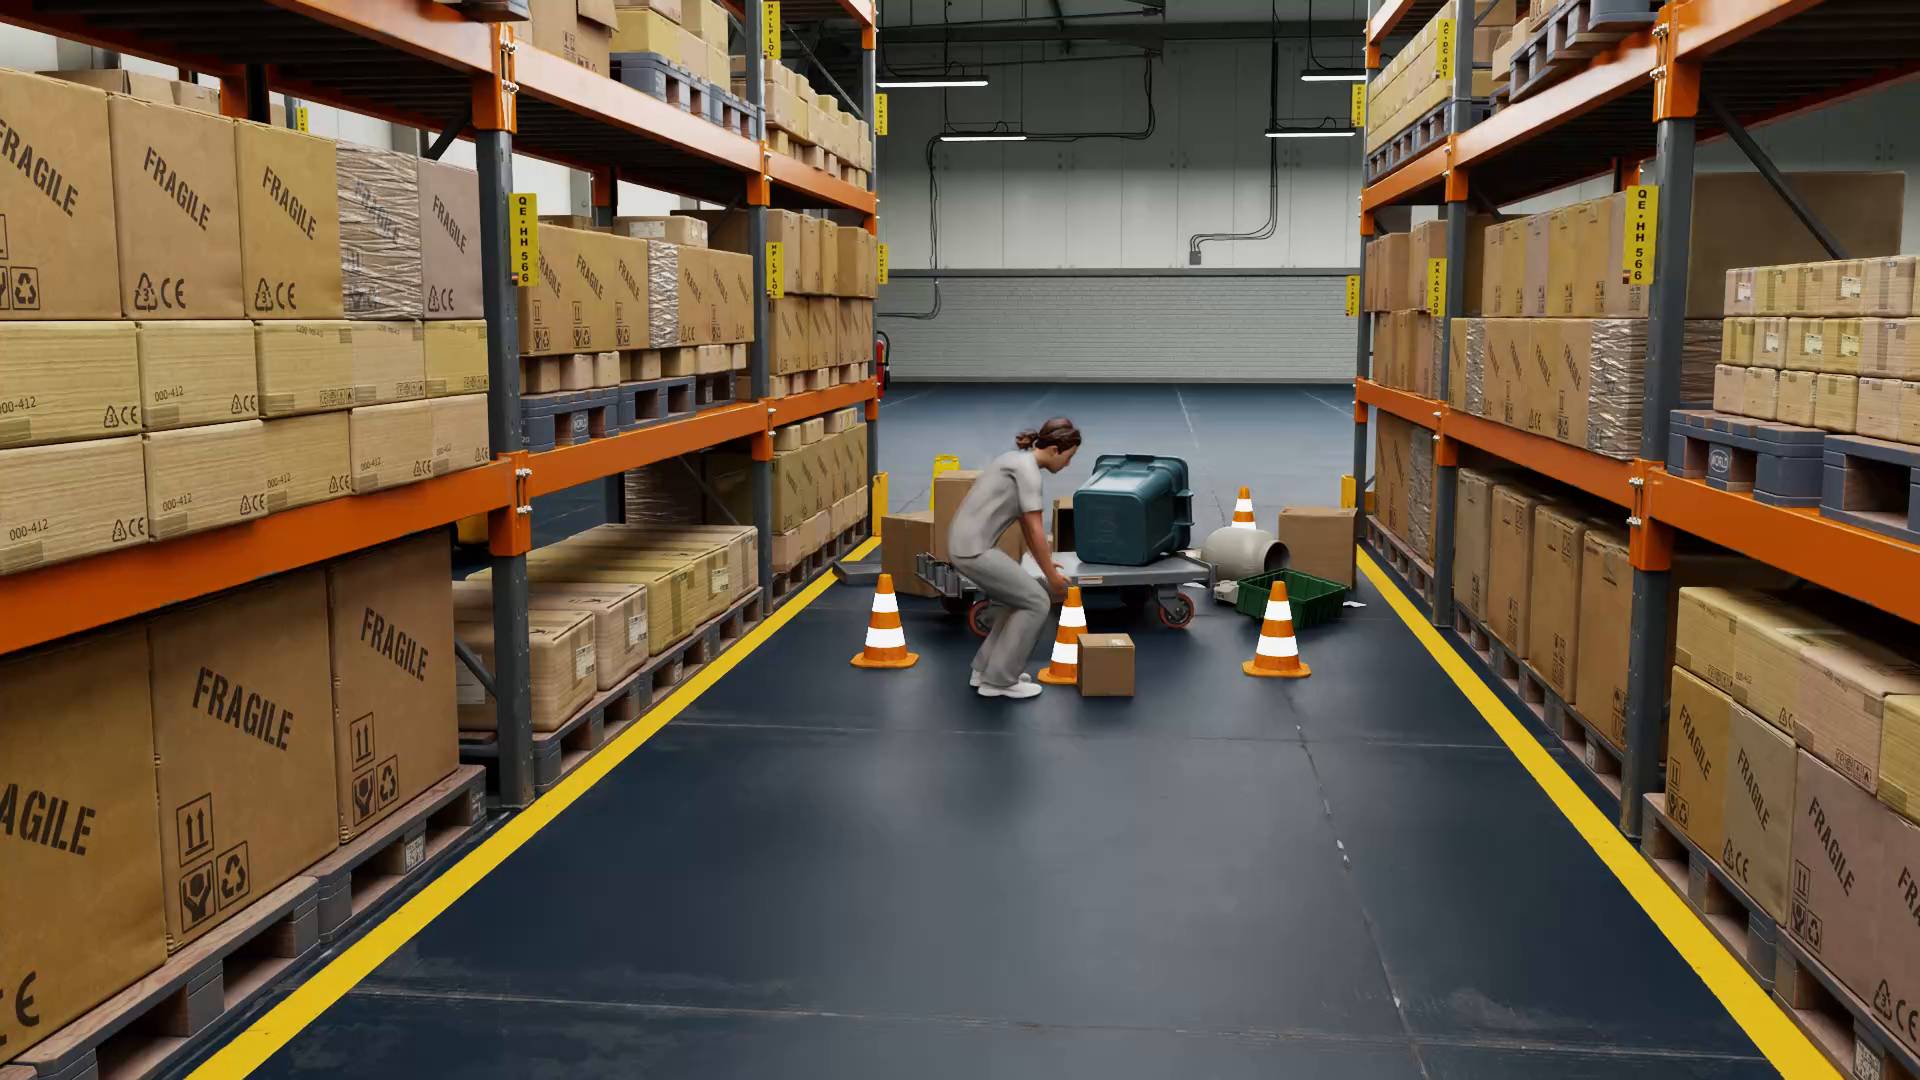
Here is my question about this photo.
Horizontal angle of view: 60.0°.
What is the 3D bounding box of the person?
[{"bbox_3d":[0.252,0.074,8.057,0.667,1.333,0.491,0,8,-3],"label":"person"}]
